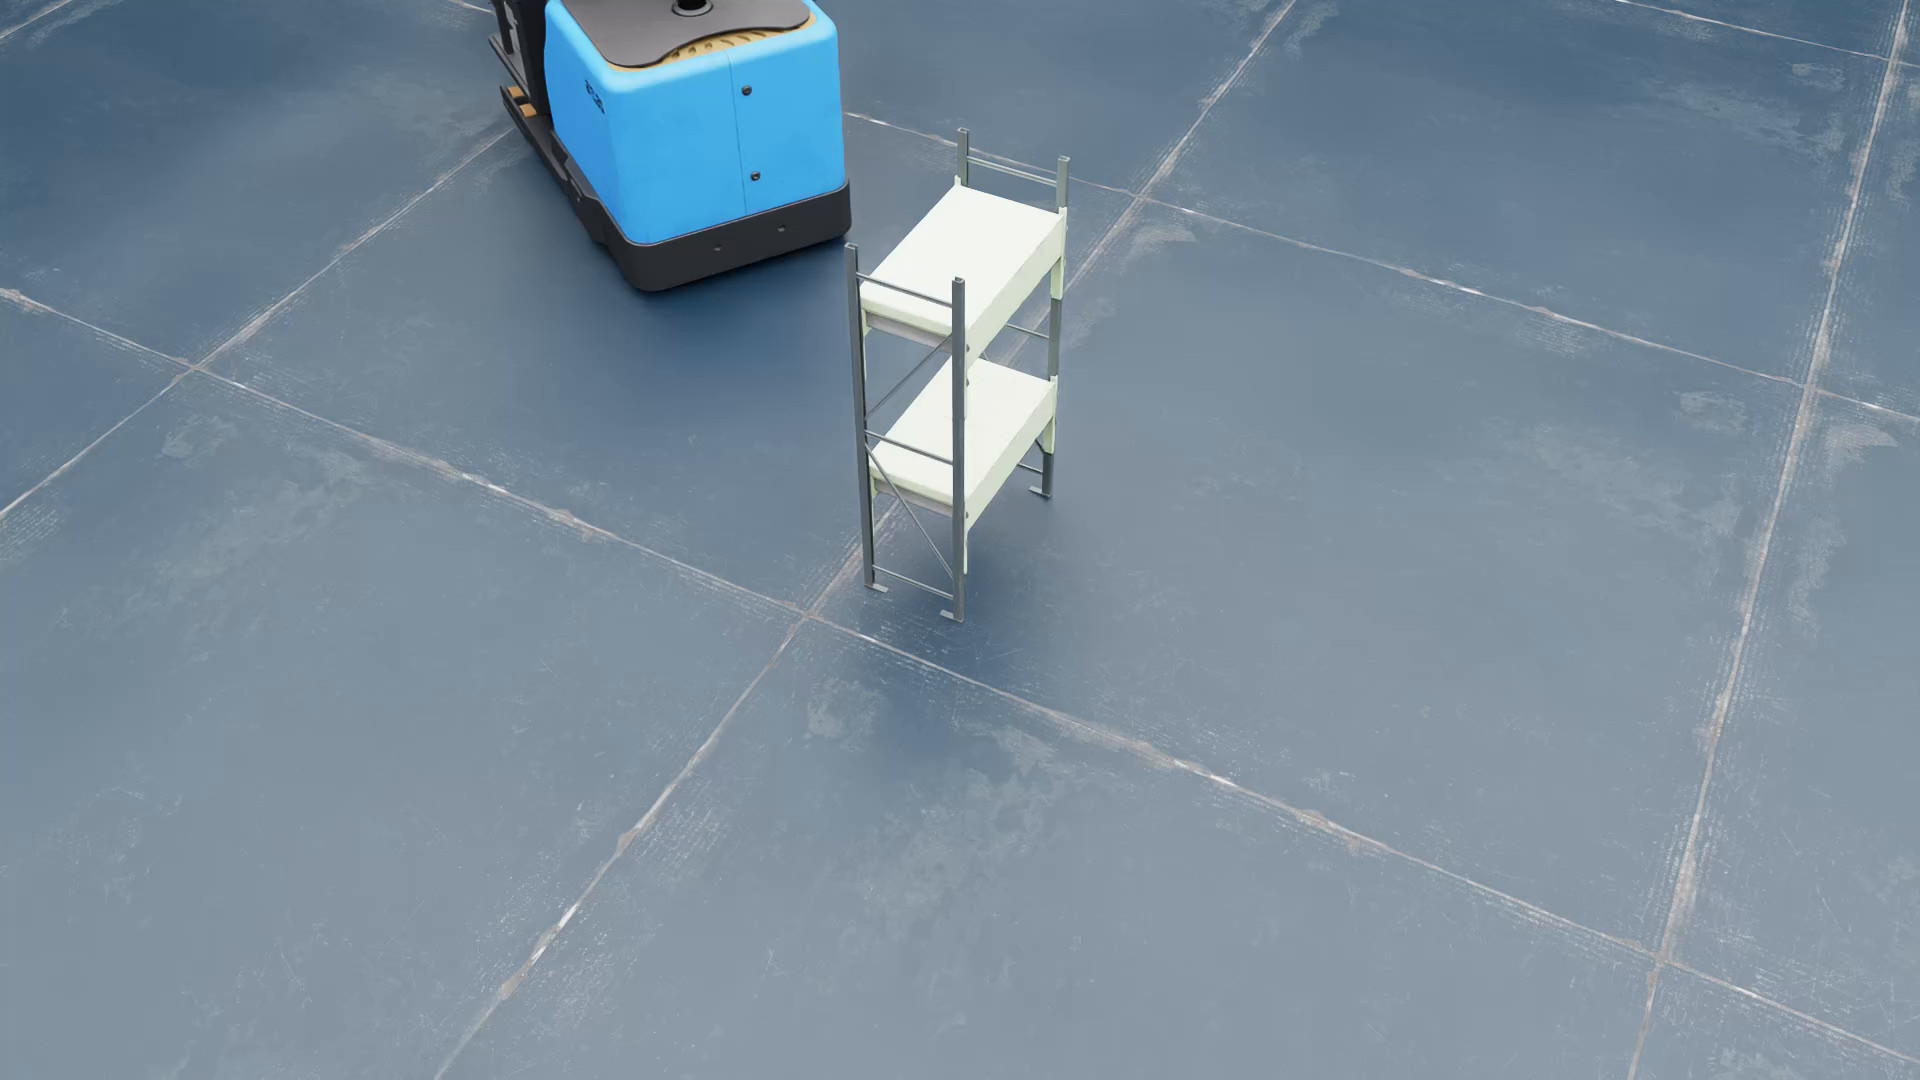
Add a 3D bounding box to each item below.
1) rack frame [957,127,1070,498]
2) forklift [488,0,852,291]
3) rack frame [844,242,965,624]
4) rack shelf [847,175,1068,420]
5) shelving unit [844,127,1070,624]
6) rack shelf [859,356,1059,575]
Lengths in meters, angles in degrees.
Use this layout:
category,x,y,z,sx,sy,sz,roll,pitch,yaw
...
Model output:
category,x,y,z,sx,sy,sz,roll,pitch,yaw
rack frame,0.173,-0.762,5.949,0.400,1.500,0.023,20,49,19
forklift,-1.633,-3.156,7.308,1.130,2.935,3.031,-21,49,-19
rack frame,-0.167,-0.301,5.493,0.400,1.500,0.023,20,49,19
rack shelf,0.003,-0.806,5.443,0.431,0.370,0.720,20,49,19
shelving unit,0.003,-0.531,5.721,0.431,1.500,0.755,20,49,19
rack shelf,0.003,-0.302,5.953,0.431,0.370,0.720,20,49,19
